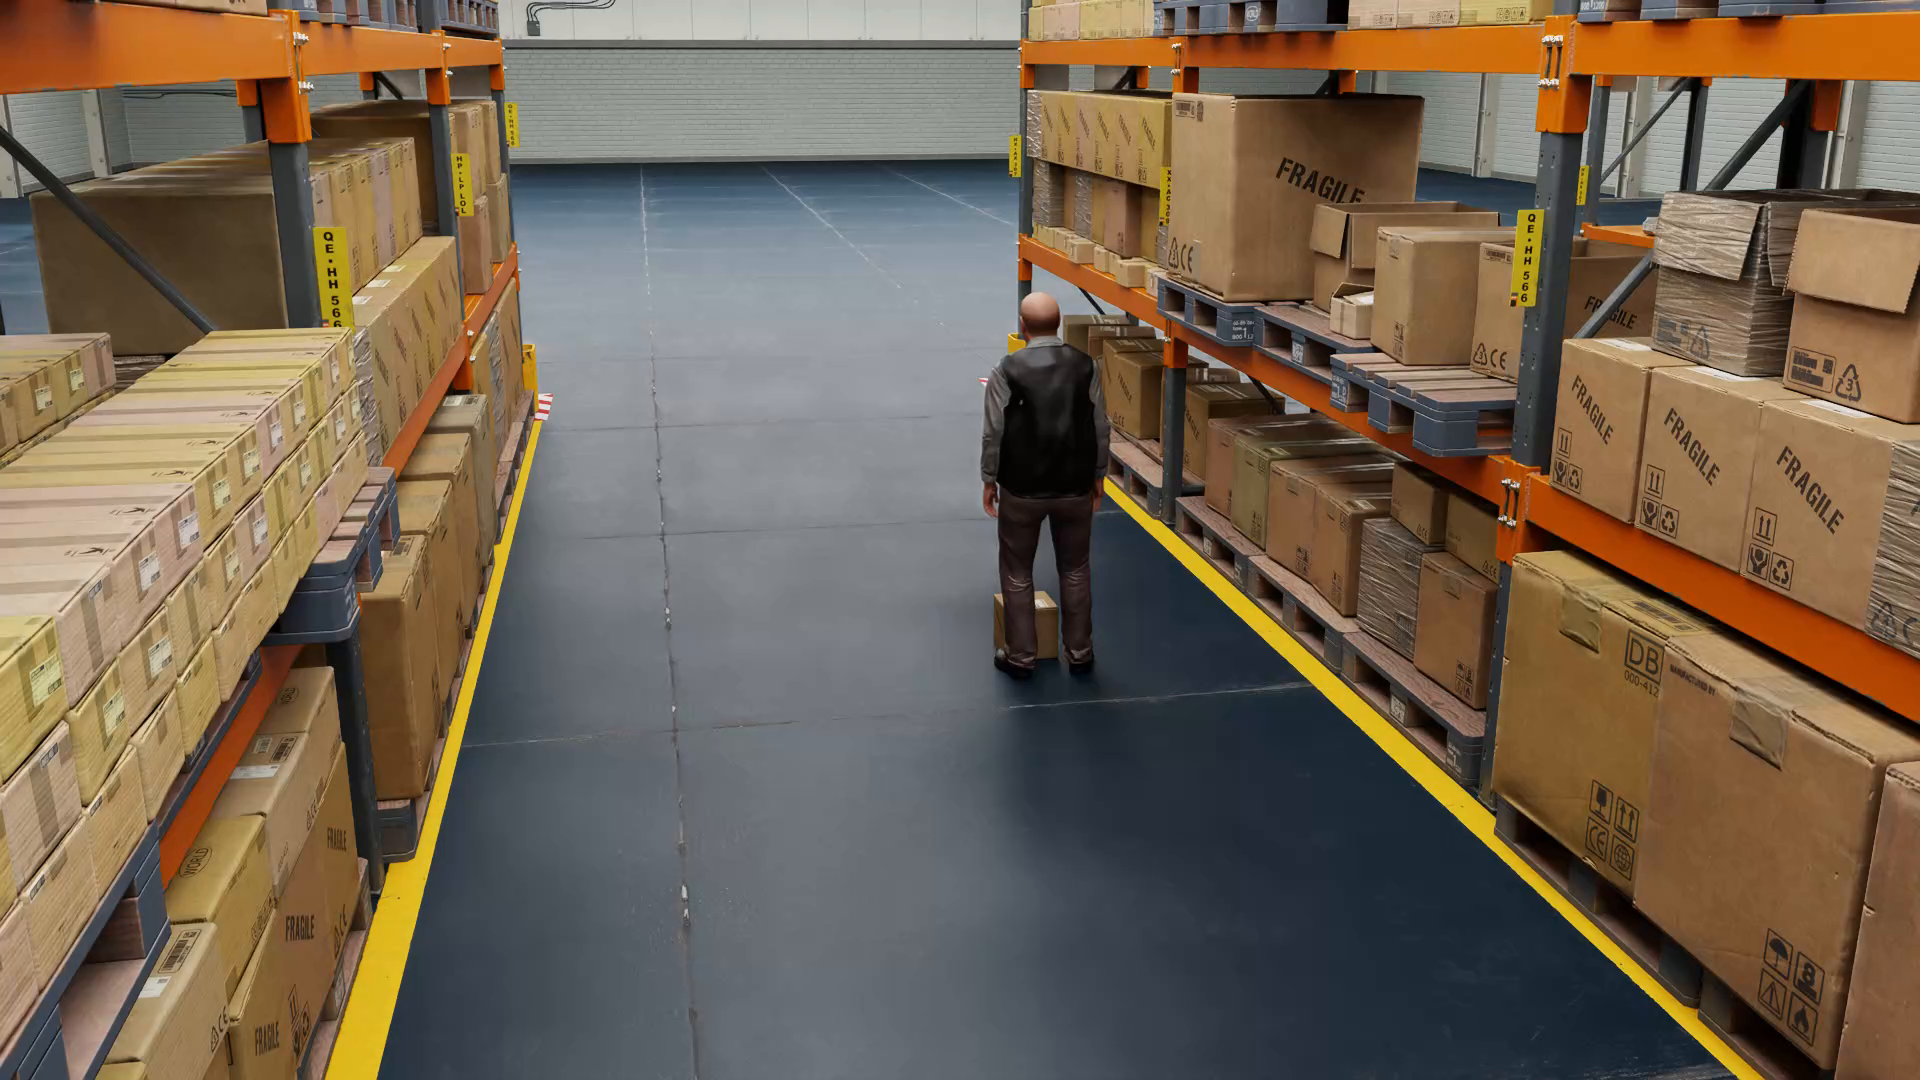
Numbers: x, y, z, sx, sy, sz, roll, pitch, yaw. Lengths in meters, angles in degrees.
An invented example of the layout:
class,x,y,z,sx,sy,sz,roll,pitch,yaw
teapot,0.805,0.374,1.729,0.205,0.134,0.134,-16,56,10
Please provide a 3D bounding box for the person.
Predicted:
class,x,y,z,sx,sy,sz,roll,pitch,yaw
person,0.377,-0.225,7.352,0.579,1.720,0.420,-3,17,-11
